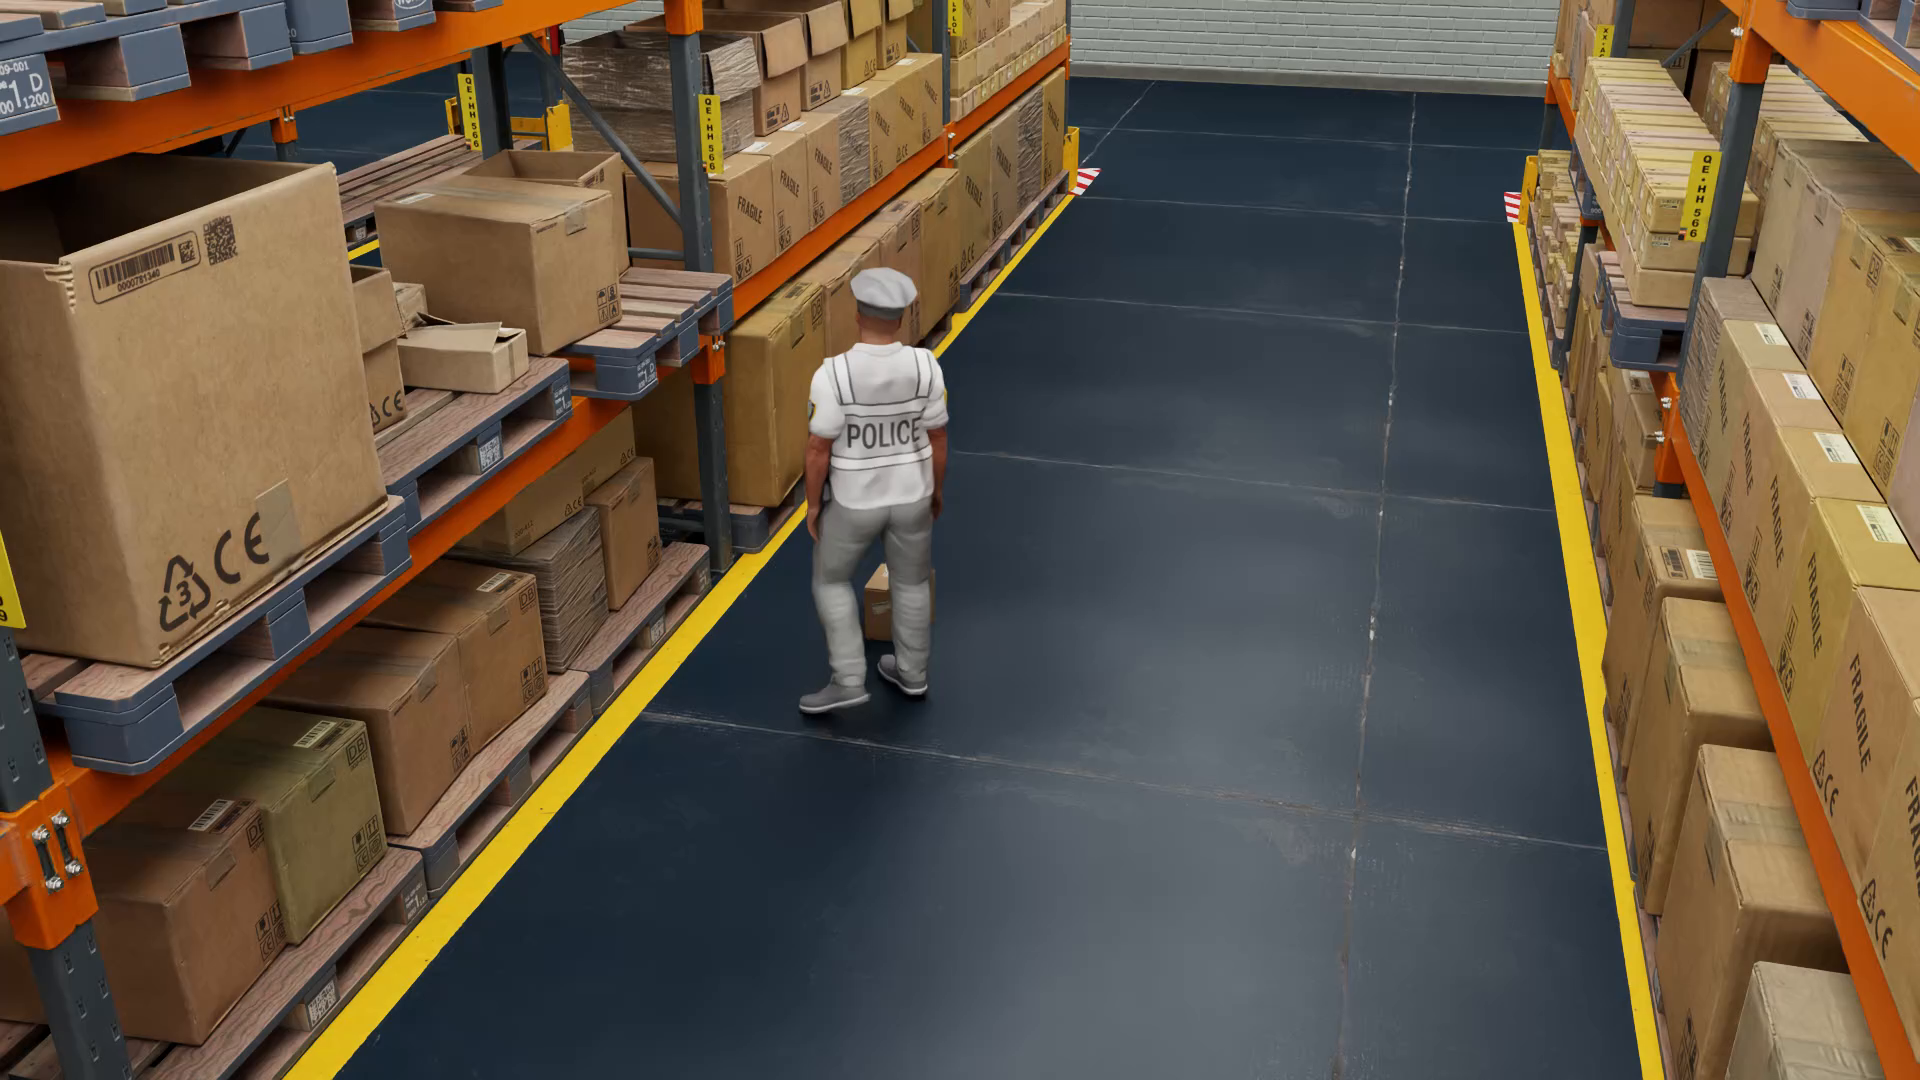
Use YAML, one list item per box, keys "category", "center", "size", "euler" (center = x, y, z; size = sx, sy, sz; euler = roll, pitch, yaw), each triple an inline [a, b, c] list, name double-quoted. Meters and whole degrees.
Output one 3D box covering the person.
- category: "person"
  center: [-0.354, -0.163, 6.416]
  size: [0.627, 1.779, 0.439]
  euler: [-9, 27, -18]
